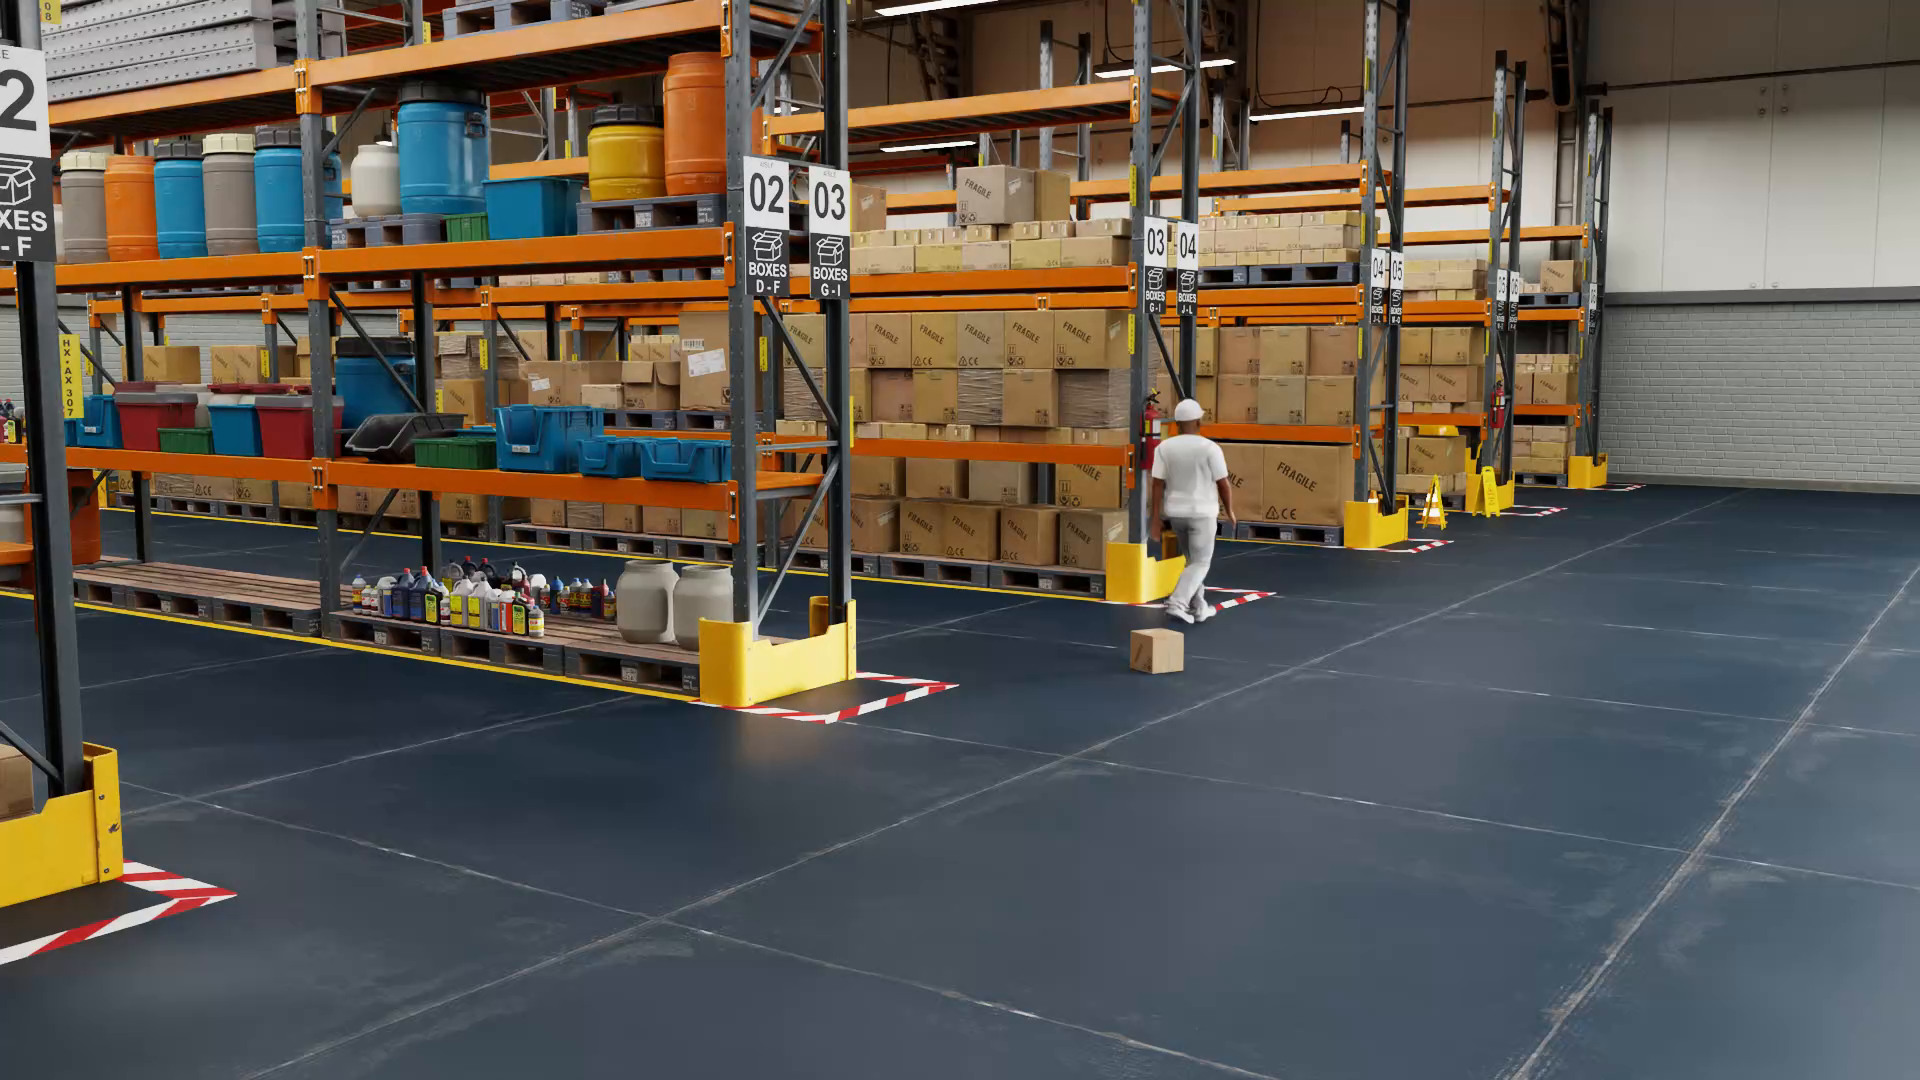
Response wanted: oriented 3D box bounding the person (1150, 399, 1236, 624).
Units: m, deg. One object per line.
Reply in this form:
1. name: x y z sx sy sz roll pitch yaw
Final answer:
1. person: 1.752 -0.198 12.513 0.569 1.721 1.005 5 8 36
